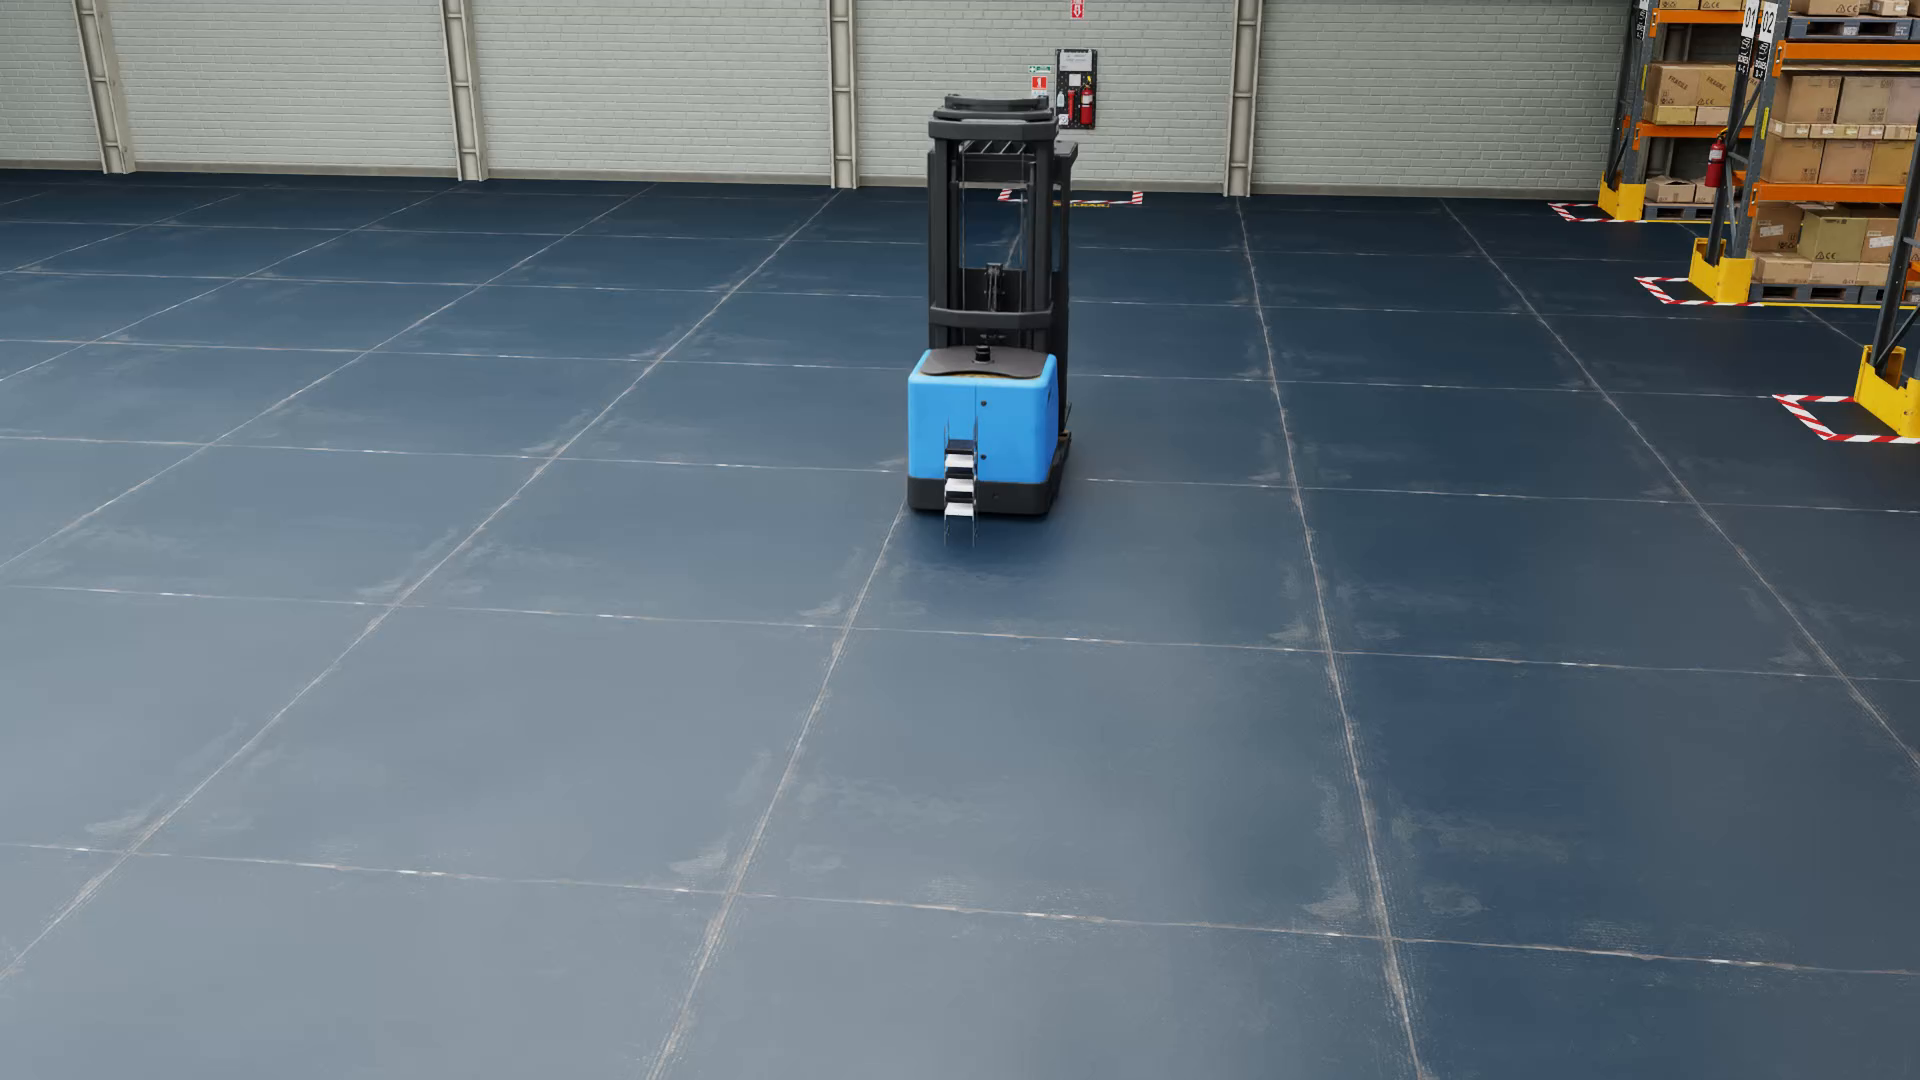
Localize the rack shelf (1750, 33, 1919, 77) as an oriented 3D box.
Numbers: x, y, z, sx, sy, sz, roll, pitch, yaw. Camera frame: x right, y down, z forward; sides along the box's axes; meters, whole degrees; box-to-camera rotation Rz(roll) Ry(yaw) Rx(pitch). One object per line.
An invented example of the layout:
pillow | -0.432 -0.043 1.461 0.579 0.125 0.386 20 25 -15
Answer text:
rack shelf | 10.749 -5.238 18.008 4.000 0.370 1.077 2 22 6

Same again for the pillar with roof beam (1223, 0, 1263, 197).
pillar with roof beam | 3.674 -7.836 19.522 0.400 9.000 9.100 2 22 6

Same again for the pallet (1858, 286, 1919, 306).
pallet | 10.736 -2.896 18.978 1.213 0.211 1.003 2 22 6

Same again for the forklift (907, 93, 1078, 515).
forklift | 0.331 -2.056 13.154 1.130 2.935 3.031 3 22 8

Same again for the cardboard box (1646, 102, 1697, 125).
cardboard box | 9.790 -5.876 22.899 0.500 0.250 0.500 2 22 5

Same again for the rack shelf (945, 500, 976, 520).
rack shelf | 0.008 -0.220 11.852 0.200 0.077 0.258 2 22 6

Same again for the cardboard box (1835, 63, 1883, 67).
cardboard box | 12.359 -6.309 22.974 0.500 0.500 0.500 2 22 6

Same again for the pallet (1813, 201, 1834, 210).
pallet | 12.644 -4.619 23.337 1.213 0.211 1.003 2 22 6

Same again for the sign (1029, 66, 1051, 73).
sign | 1.198 -7.060 24.949 0.331 0.109 0.001 2 22 6

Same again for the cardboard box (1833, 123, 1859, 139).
cardboard box | 9.638 -4.495 18.212 0.250 0.149 0.380 3 22 7

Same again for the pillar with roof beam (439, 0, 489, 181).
pillar with roof beam | -8.242 -8.356 20.835 0.400 9.000 9.100 2 22 6

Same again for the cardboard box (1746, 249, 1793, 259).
cardboard box | 9.330 -3.266 19.289 0.500 0.250 0.500 2 22 6

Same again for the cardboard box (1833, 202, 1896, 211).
cardboard box | 10.325 -3.577 19.057 0.500 0.500 0.500 2 22 6

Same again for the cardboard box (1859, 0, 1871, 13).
cardboard box | 9.938 -5.896 18.137 0.500 0.250 0.500 2 22 6

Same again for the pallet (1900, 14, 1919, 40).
pallet | 10.677 -5.526 17.879 1.213 0.211 1.003 2 22 6

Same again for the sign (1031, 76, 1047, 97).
sign | 1.195 -6.817 25.055 0.234 0.329 0.001 2 22 6

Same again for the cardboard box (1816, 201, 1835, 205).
cardboard box | 12.279 -4.973 23.239 0.500 0.500 0.500 1 22 2

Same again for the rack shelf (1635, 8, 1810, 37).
rack shelf | 11.329 -7.047 22.583 4.000 0.370 1.077 2 22 6

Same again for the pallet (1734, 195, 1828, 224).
pallet | 11.429 -4.671 23.468 1.213 0.211 1.003 2 22 6

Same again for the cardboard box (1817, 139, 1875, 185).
cardboard box | 9.747 -4.265 18.512 0.500 0.500 0.700 3 22 8

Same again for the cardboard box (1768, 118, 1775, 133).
cardboard box | 9.165 -4.666 18.643 0.250 0.149 0.380 2 22 5

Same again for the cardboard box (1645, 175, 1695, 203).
cardboard box | 10.019 -4.965 23.476 0.500 0.311 0.500 0 22 0

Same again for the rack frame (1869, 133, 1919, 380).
rack frame | 8.176 -2.456 14.072 0.127 3.000 1.000 2 22 6

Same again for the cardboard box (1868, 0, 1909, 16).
cardboard box | 9.911 -5.688 17.747 0.250 0.149 0.380 2 22 6

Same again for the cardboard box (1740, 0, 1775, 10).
cardboard box | 10.690 -7.361 22.236 0.500 0.500 0.500 4 22 9

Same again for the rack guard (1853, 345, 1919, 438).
rack guard | 8.257 -1.307 14.567 0.348 0.500 1.175 2 22 6

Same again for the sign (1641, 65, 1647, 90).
sign | 9.279 -6.278 22.561 0.005 0.325 0.100 2 22 6

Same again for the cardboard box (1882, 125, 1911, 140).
cardboard box | 10.153 -4.473 18.155 0.250 0.149 0.380 2 22 4

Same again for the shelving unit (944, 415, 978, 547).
shelving unit | 0.008 -0.418 11.773 0.210 0.900 0.258 2 22 6

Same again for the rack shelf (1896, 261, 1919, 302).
rack shelf | 10.163 -2.035 13.986 4.000 0.370 1.077 2 22 6

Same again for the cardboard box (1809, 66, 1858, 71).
cardboard box | 11.814 -6.141 22.550 0.500 0.500 0.500 2 22 5

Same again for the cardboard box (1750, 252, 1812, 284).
cardboard box | 9.270 -3.077 18.811 0.500 0.250 0.500 2 22 6

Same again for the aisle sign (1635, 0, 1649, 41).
aisle sign | 9.236 -7.176 22.474 0.004 0.787 0.394 2 22 6

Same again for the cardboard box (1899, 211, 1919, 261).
cardboard box | 10.759 -3.359 18.506 0.500 0.500 0.500 2 22 6

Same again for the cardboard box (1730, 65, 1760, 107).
cardboard box | 10.783 -6.181 22.652 0.500 0.500 0.500 2 22 5

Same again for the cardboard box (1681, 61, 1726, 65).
cardboard box | 10.334 -6.393 23.188 0.500 0.500 0.500 3 22 7

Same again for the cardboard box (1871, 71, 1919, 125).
cardboard box | 10.301 -4.845 18.214 0.500 0.500 0.700 3 22 7

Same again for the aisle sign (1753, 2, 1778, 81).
aisle sign | 8.662 -5.364 17.893 0.004 0.787 0.394 2 22 6

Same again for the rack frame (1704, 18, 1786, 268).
rack frame | 8.763 -4.264 18.646 0.127 3.000 1.000 2 22 6

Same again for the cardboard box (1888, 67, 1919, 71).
cardboard box | 12.809 -6.096 22.436 0.500 0.500 0.500 2 22 6

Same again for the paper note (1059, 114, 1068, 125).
paper note | 1.564 -6.362 25.151 0.142 0.148 0.016 2 22 6

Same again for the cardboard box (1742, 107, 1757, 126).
cardboard box | 10.812 -5.834 22.794 0.500 0.250 0.500 2 22 5

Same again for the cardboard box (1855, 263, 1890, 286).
cardboard box | 10.263 -3.034 18.704 0.500 0.250 0.500 2 22 6

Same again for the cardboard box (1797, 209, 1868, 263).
cardboard box | 9.766 -3.404 18.620 0.500 0.500 0.500 2 22 6

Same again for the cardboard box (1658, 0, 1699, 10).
cardboard box | 9.645 -7.418 22.380 0.500 0.500 0.500 3 22 8

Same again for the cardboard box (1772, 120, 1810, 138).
cardboard box | 9.127 -4.517 18.267 0.250 0.149 0.380 2 22 6

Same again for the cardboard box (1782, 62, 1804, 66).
cardboard box | 11.348 -6.351 23.080 0.500 0.500 0.500 3 22 7

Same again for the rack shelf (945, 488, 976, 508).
rack shelf | 0.008 -0.303 11.819 0.200 0.077 0.258 2 22 6

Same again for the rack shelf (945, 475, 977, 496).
rack shelf | 0.008 -0.387 11.786 0.200 0.077 0.258 2 22 6

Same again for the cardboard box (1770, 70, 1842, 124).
cardboard box | 9.278 -4.887 18.321 0.500 0.500 0.700 3 22 6

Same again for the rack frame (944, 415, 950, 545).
rack frame | -0.093 -0.423 11.785 0.006 0.900 0.240 2 22 6

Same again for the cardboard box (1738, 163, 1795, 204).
cardboard box | 11.308 -4.978 23.252 0.500 0.500 0.700 1 22 3

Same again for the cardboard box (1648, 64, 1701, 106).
cardboard box | 9.781 -6.231 22.778 0.500 0.500 0.500 3 22 6

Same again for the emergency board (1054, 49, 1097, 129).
emergency board | 1.731 -6.739 24.906 0.643 1.169 0.194 2 22 6
